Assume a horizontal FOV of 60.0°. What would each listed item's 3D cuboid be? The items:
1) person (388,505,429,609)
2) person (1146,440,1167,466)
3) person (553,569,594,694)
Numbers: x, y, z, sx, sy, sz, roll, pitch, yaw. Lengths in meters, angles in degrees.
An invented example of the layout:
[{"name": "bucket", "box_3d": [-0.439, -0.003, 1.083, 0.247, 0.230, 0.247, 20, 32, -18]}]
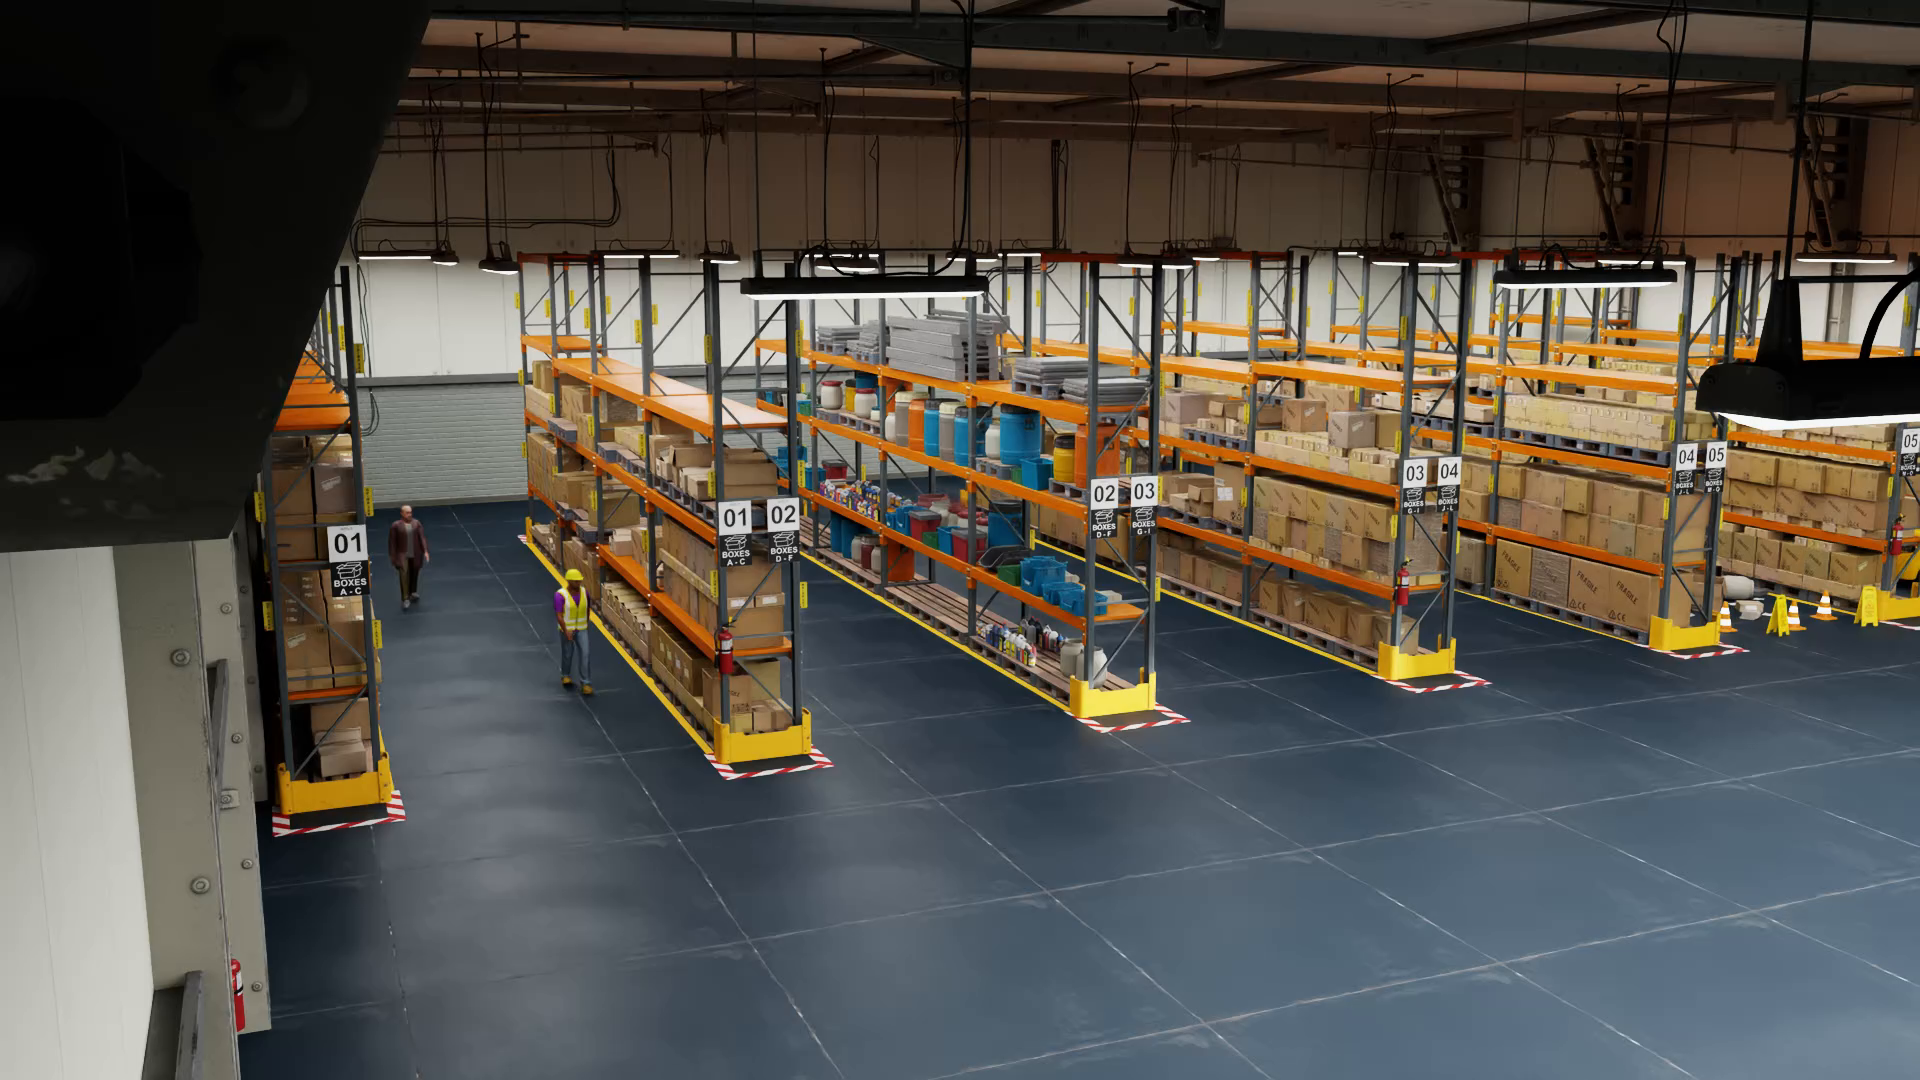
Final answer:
[{"name": "person", "box_3d": [-9.509, 0.249, 28.727, 0.658, 1.707, 1.143, -5, 12, -27]}, {"name": "person", "box_3d": [4.895, -2.063, 41.482, 0.968, 1.734, 0.554, -6, 12, -29]}, {"name": "person", "box_3d": [-5.396, 1.252, 23.354, 0.562, 1.709, 0.974, -7, 12, -32]}]
